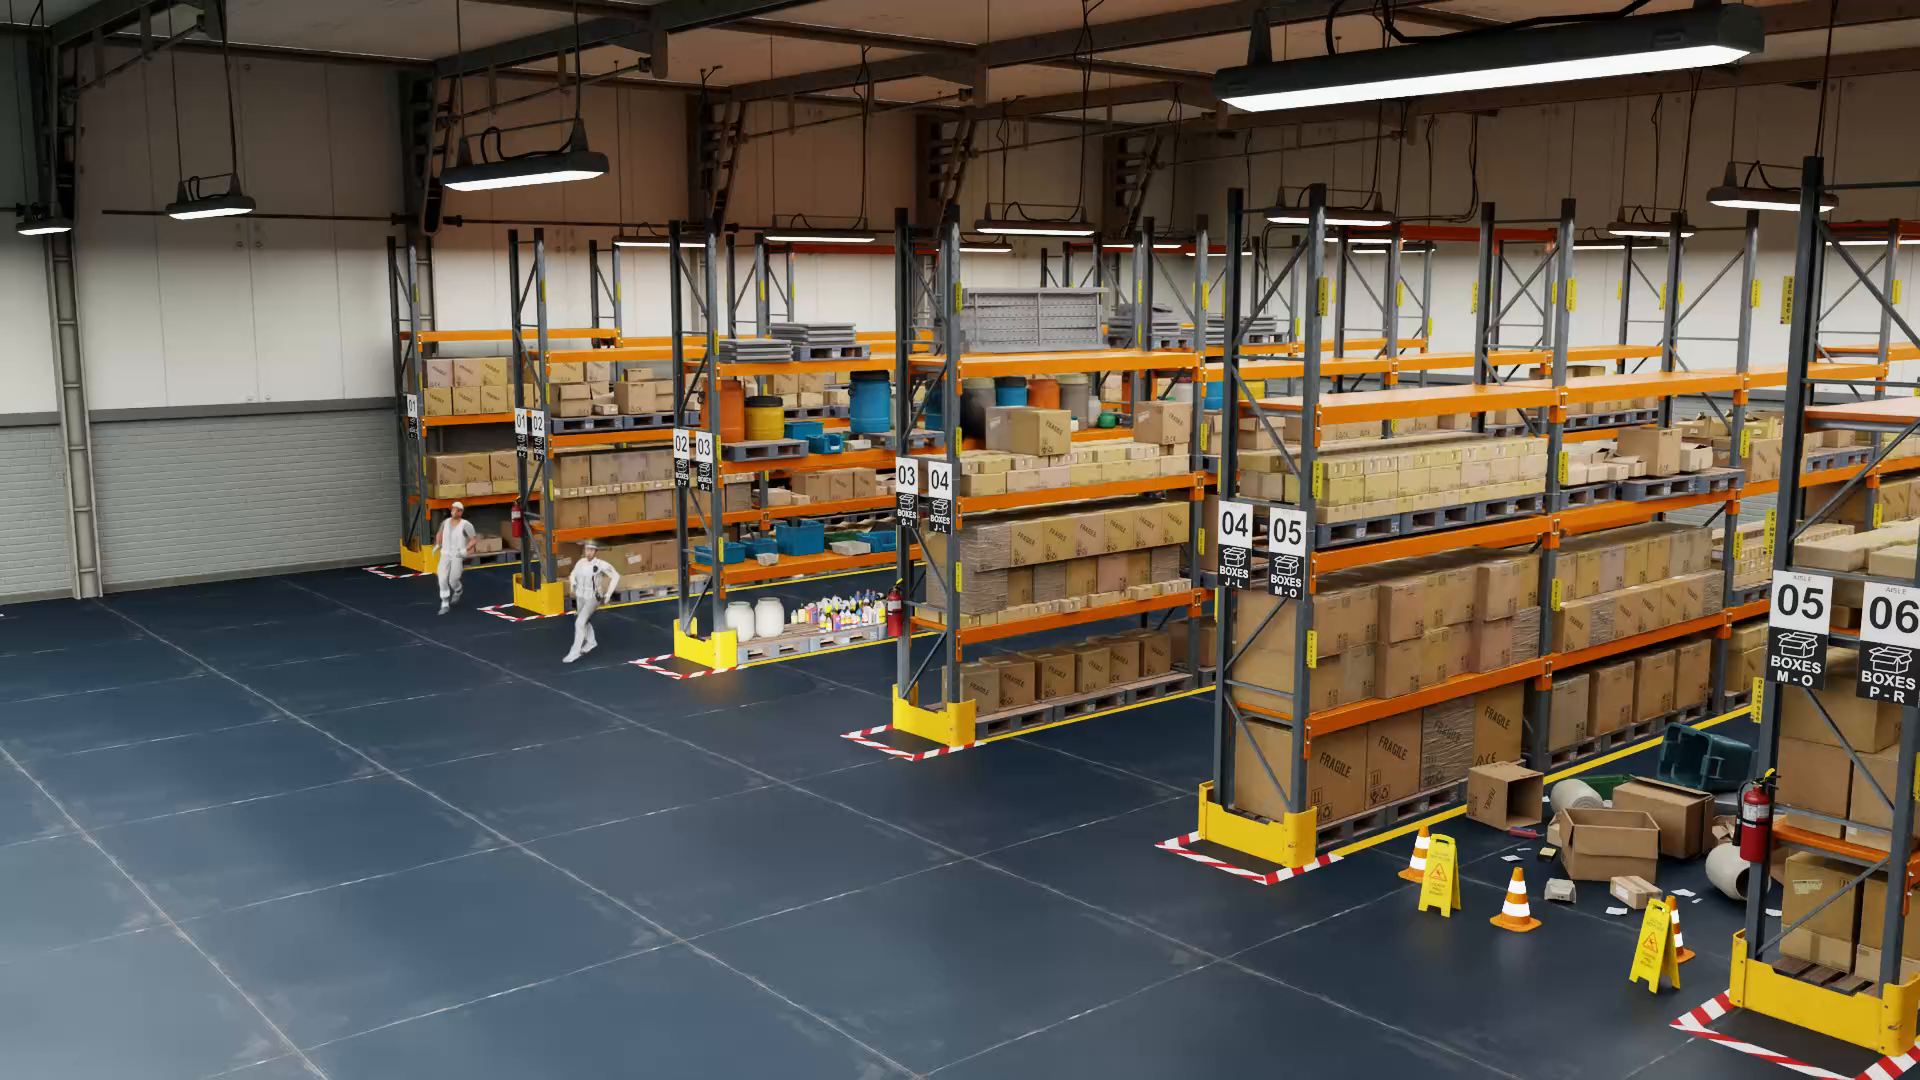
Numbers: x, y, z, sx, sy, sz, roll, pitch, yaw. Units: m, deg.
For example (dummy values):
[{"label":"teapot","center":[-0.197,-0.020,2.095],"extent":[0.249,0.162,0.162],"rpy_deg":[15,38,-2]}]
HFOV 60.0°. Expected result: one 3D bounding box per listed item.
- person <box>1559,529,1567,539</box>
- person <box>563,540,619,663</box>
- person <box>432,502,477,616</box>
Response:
[{"label":"person","center":[8.601,0.619,24.055],"extent":[0.706,1.822,0.675],"rpy_deg":[-8,12,-43]},{"label":"person","center":[-5.130,0.810,22.882],"extent":[0.670,1.650,0.858],"rpy_deg":[4,10,26]},{"label":"person","center":[-8.007,0.276,26.313],"extent":[0.703,1.760,0.746],"rpy_deg":[1,9,8]}]
